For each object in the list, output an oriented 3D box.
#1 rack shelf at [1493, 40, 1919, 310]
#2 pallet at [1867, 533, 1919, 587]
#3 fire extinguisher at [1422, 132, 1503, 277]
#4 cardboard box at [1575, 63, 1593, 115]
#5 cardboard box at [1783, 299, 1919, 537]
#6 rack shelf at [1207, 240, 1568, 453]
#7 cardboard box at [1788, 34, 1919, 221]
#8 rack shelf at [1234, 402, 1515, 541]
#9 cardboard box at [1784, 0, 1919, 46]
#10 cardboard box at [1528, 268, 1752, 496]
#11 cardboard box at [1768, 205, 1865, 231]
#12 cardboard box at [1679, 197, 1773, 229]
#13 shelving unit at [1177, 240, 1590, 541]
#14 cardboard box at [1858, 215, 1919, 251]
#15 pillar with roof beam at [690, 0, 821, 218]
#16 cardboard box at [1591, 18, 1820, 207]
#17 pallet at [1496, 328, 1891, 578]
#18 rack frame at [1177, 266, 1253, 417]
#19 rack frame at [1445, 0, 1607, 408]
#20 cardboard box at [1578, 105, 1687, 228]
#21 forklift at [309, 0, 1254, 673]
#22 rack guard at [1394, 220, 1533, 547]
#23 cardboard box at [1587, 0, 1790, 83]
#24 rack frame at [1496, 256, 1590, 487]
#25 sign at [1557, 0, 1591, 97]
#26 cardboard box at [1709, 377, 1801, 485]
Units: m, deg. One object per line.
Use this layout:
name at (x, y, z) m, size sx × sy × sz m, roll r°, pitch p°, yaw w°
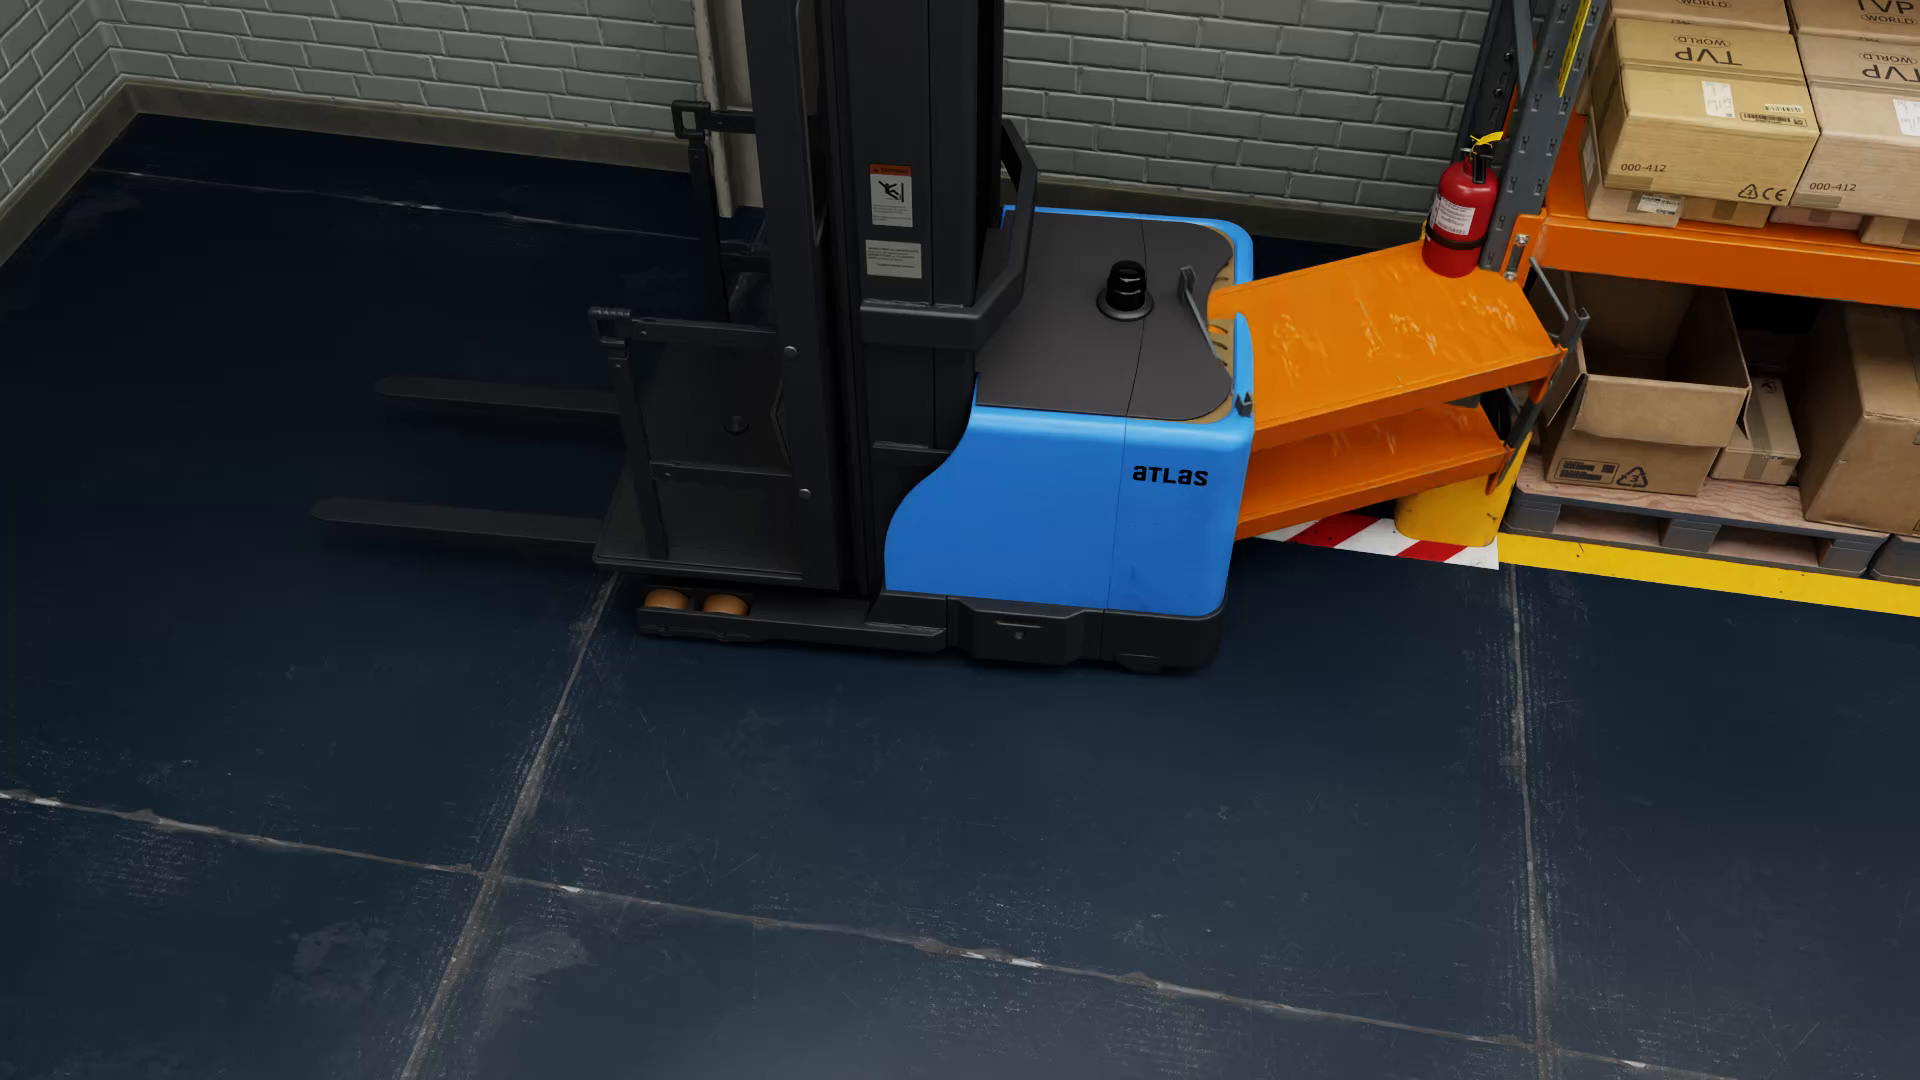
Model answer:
rack shelf at (3.672, -0.925, 5.048) m, size 4.000 × 0.370 × 1.077 m, roll 8°, pitch 49°, yaw 7°
pallet at (3.760, -0.220, 5.806) m, size 1.213 × 0.211 × 1.003 m, roll 8°, pitch 49°, yaw 7°
fire extinguisher at (1.477, -0.961, 4.899) m, size 0.183 × 0.674 × 0.296 m, roll 8°, pitch 49°, yaw 7°
cardboard box at (2.077, -1.499, 5.249) m, size 0.250 × 0.149 × 0.380 m, roll 7°, pitch 48°, yaw 6°
cardboard box at (3.123, -0.443, 5.530) m, size 0.500 × 0.500 × 0.700 m, roll 9°, pitch 49°, yaw 8°
rack shelf at (1.212, -0.575, 4.990) m, size 1.000 × 0.278 × 0.538 m, roll -14°, pitch 62°, yaw -8°
cardboard box at (2.598, -1.156, 4.673) m, size 0.500 × 0.250 × 0.500 m, roll 8°, pitch 49°, yaw 7°
rack shelf at (1.215, -0.311, 5.458) m, size 1.000 × 0.278 × 0.538 m, roll -14°, pitch 62°, yaw -8°
cardboard box at (2.711, -1.544, 5.021) m, size 0.500 × 0.250 × 0.500 m, roll 8°, pitch 49°, yaw 7°
cardboard box at (2.289, -0.586, 5.656) m, size 0.637 × 0.503 × 0.797 m, roll 6°, pitch 48°, yaw 5°
cardboard box at (2.502, -1.093, 4.884) m, size 0.250 × 0.149 × 0.380 m, roll 7°, pitch 48°, yaw 6°
cardboard box at (2.237, -1.102, 4.892) m, size 0.250 × 0.149 × 0.380 m, roll 9°, pitch 49°, yaw 8°
shelving unit at (1.214, -0.431, 5.245) m, size 1.048 × 1.125 × 0.538 m, roll -14°, pitch 62°, yaw -8°
cardboard box at (2.739, -1.014, 4.814) m, size 0.250 × 0.149 × 0.380 m, roll 9°, pitch 49°, yaw 8°
pillar with roof beam at (-1.555, -1.300, 0.869) m, size 0.400 × 9.000 × 9.100 m, roll 8°, pitch 49°, yaw 7°
cardboard box at (2.102, -1.222, 4.732) m, size 0.500 × 0.250 × 0.500 m, roll 8°, pitch 49°, yaw 7°
pallet at (2.563, -0.383, 5.953) m, size 1.213 × 0.211 × 1.003 m, roll 8°, pitch 49°, yaw 7°
rack frame at (0.726, -0.305, 5.178) m, size 0.032 × 1.125 × 0.500 m, roll -14°, pitch 62°, yaw -8°
rack frame at (1.704, -1.430, 5.018) m, size 0.127 × 3.000 × 1.000 m, roll 8°, pitch 49°, yaw 7°
cardboard box at (1.978, -1.102, 4.892) m, size 0.250 × 0.149 × 0.380 m, roll 7°, pitch 48°, yaw 7°
forklift at (-0.624, -1.033, 4.708) m, size 3.031 × 2.935 × 1.130 m, roll 5°, pitch 48°, yaw 4°
rack guard at (1.778, -0.584, 5.939) m, size 0.348 × 0.500 × 1.175 m, roll 8°, pitch 49°, yaw 7°
cardboard box at (2.203, -1.613, 5.083) m, size 0.500 × 0.250 × 0.500 m, roll 9°, pitch 49°, yaw 8°
rack frame at (1.702, -0.557, 5.313) m, size 0.032 × 1.125 × 0.500 m, roll -14°, pitch 62°, yaw -8°
sign at (1.607, -1.322, 4.339) m, size 0.005 × 0.325 × 0.100 m, roll 8°, pitch 49°, yaw 7°
cardboard box at (2.700, -0.383, 5.711) m, size 0.250 × 0.149 × 0.380 m, roll 6°, pitch 48°, yaw 5°
